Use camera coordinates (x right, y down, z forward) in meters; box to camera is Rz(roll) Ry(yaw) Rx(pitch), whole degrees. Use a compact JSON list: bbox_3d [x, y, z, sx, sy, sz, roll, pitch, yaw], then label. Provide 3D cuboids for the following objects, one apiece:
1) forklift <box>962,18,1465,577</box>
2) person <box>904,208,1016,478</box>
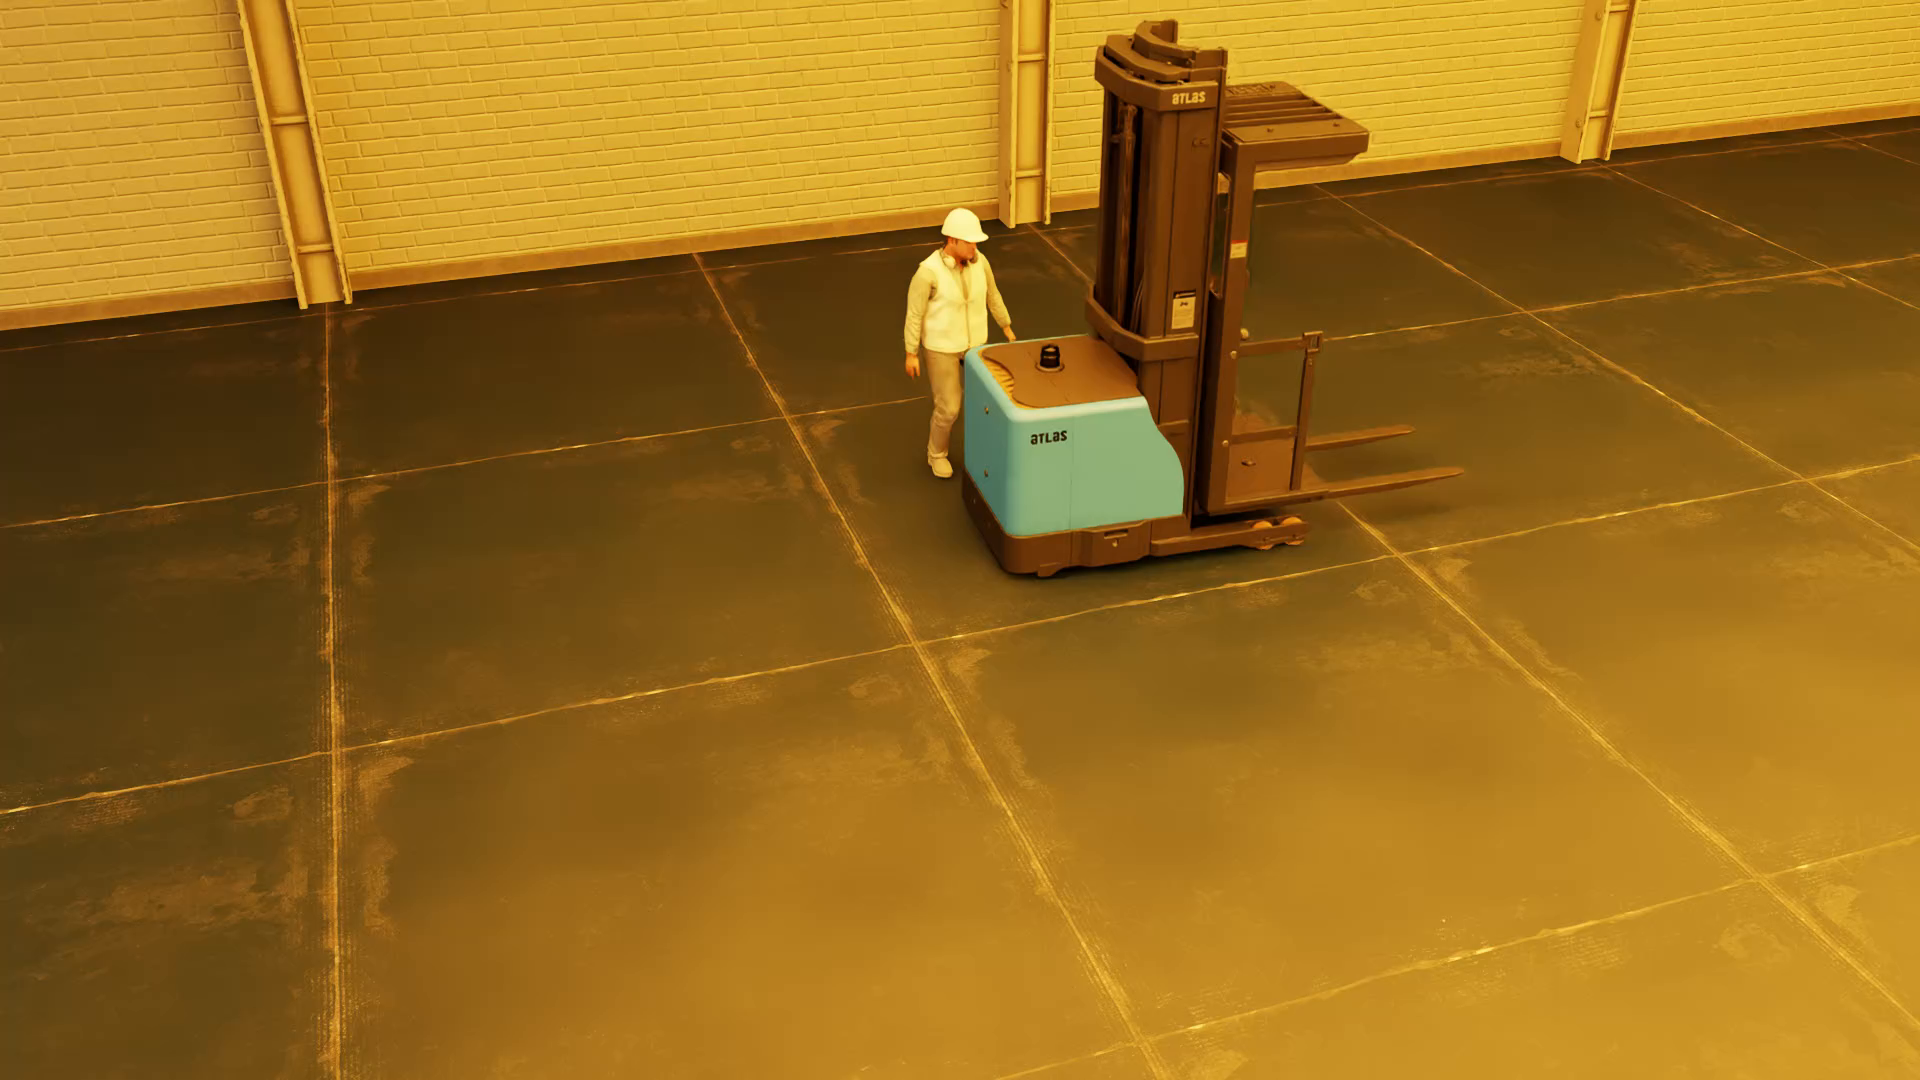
[{"bbox_3d":[1.589,-1.457,9.619,3.031,2.935,1.130,-8,31,-14],"label":"forklift"},{"bbox_3d":[-0.002,-1.237,10.424,0.751,1.749,0.420,-19,35,-29],"label":"person"}]
